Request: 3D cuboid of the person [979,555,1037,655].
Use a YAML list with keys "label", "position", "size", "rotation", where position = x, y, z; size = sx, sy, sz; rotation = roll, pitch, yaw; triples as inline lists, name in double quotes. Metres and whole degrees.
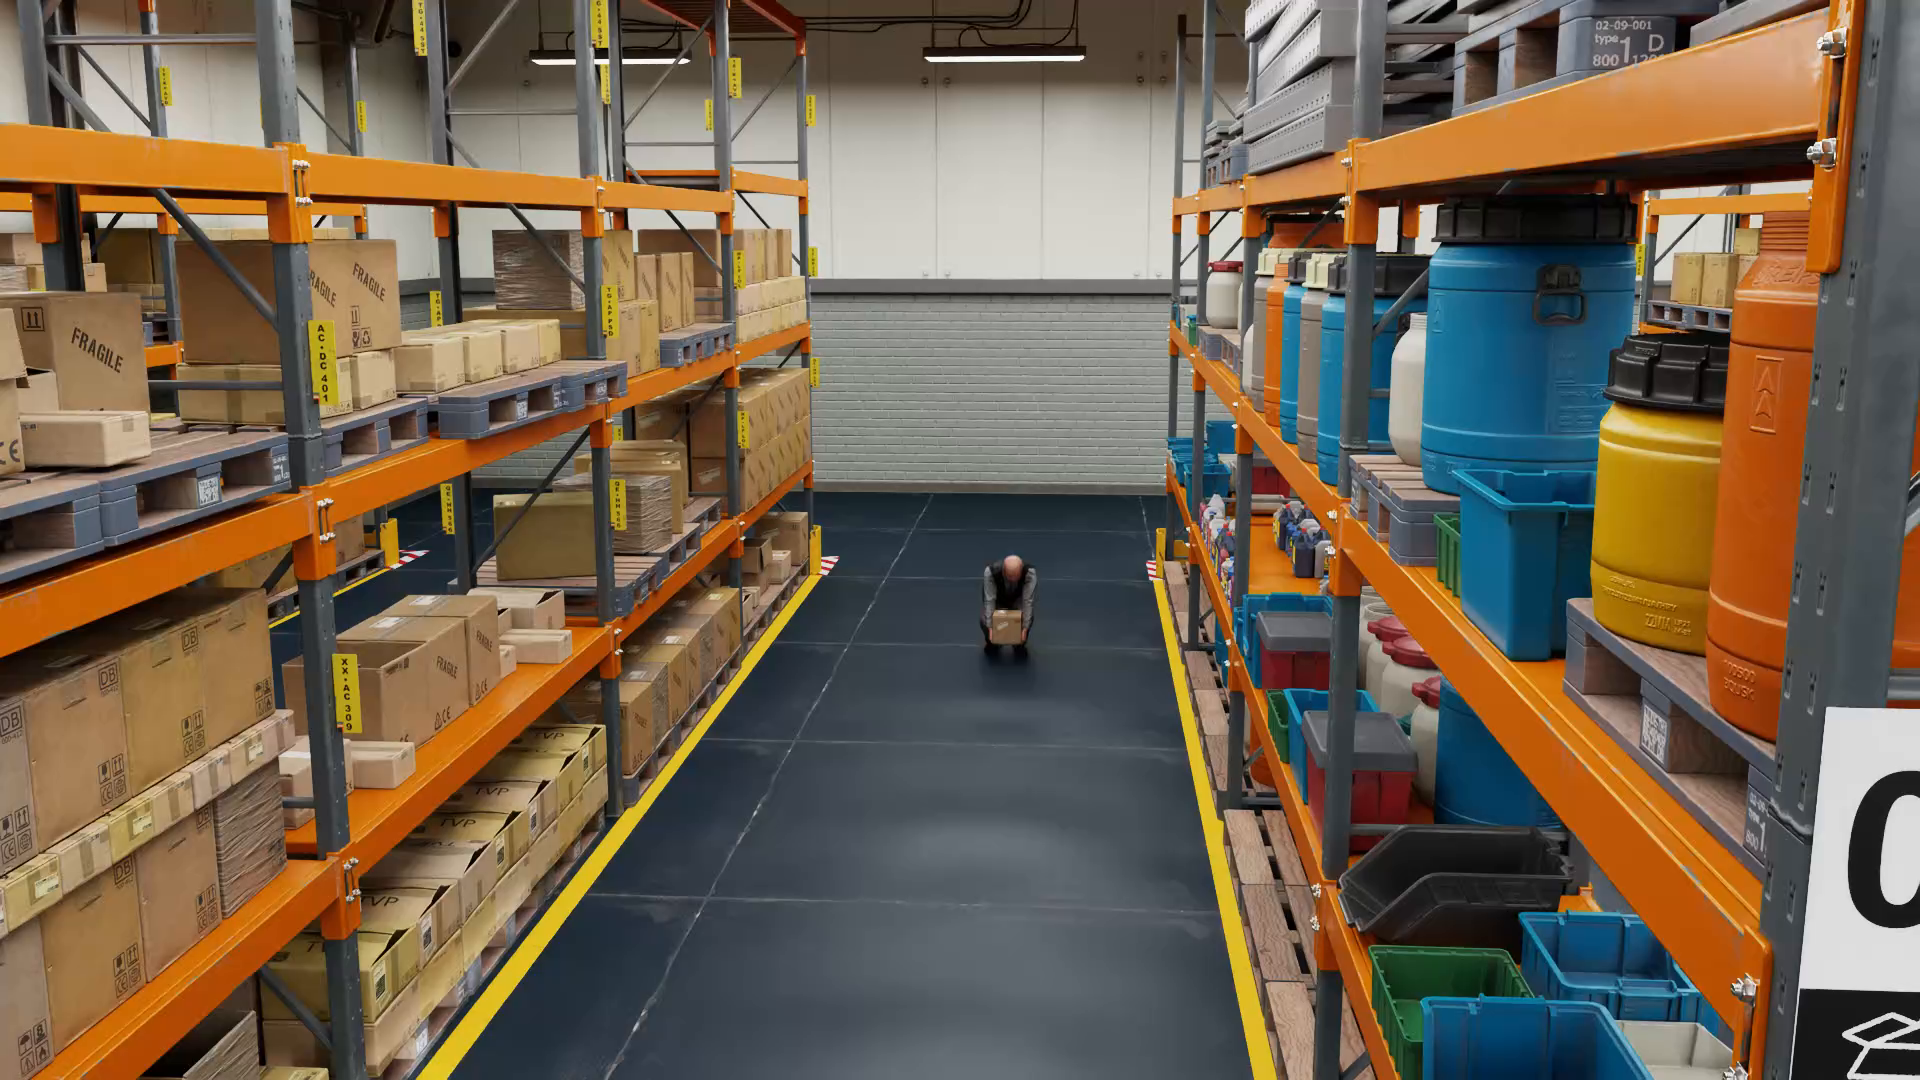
- label: "person"
  position: [0.437, 0.564, 15.067]
  size: [0.519, 0.968, 0.852]
  rotation: [0, 11, 3]
